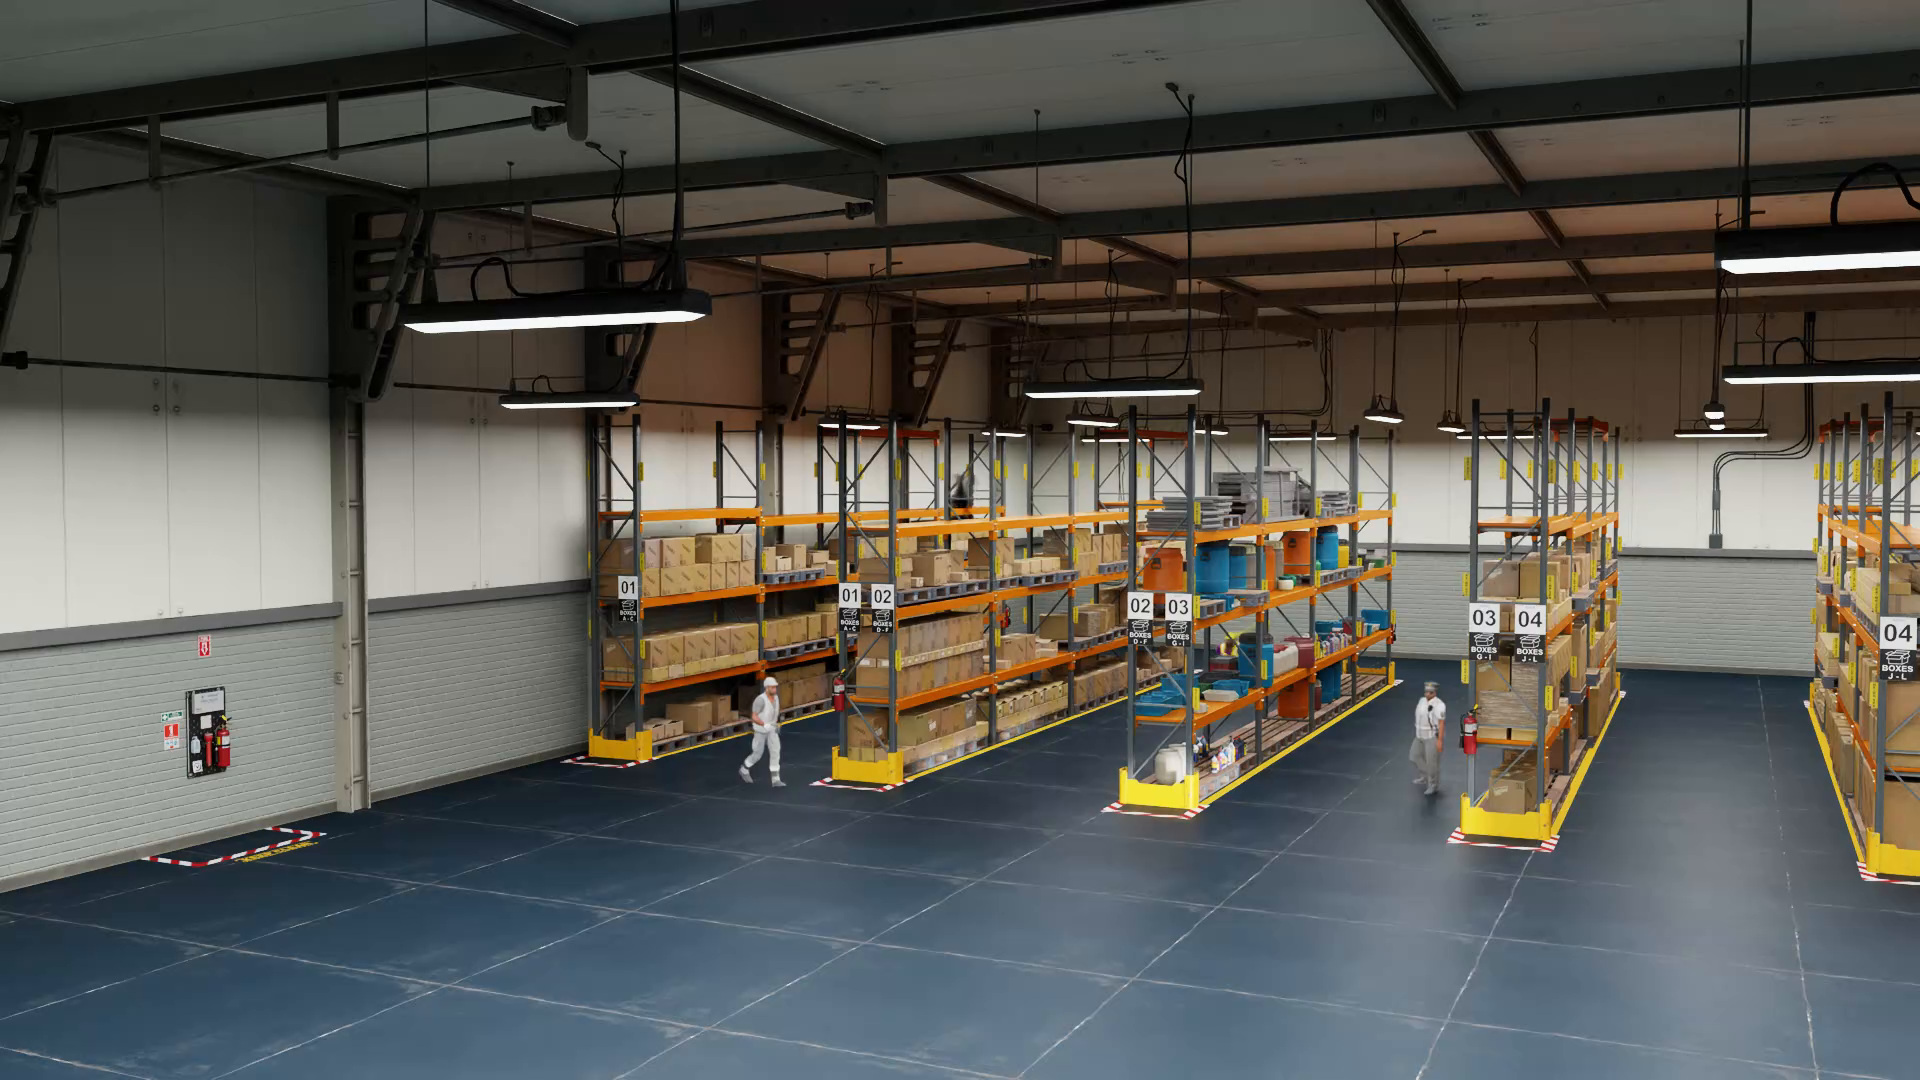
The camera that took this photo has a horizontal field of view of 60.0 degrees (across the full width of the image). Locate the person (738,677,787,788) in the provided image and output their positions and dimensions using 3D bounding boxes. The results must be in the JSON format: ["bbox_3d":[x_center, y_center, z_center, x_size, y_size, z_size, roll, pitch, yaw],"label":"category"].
[{"bbox_3d":[-3.123,3.030,26.293,1.001,1.755,0.620,2,3,42],"label":"person"}]

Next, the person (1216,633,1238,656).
[{"bbox_3d":[5.601,2.755,34.443,0.675,1.687,0.736,1,2,19],"label":"person"}]

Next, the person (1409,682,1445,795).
[{"bbox_3d":[7.292,3.079,25.856,0.516,1.784,0.670,-1,3,-31],"label":"person"}]
